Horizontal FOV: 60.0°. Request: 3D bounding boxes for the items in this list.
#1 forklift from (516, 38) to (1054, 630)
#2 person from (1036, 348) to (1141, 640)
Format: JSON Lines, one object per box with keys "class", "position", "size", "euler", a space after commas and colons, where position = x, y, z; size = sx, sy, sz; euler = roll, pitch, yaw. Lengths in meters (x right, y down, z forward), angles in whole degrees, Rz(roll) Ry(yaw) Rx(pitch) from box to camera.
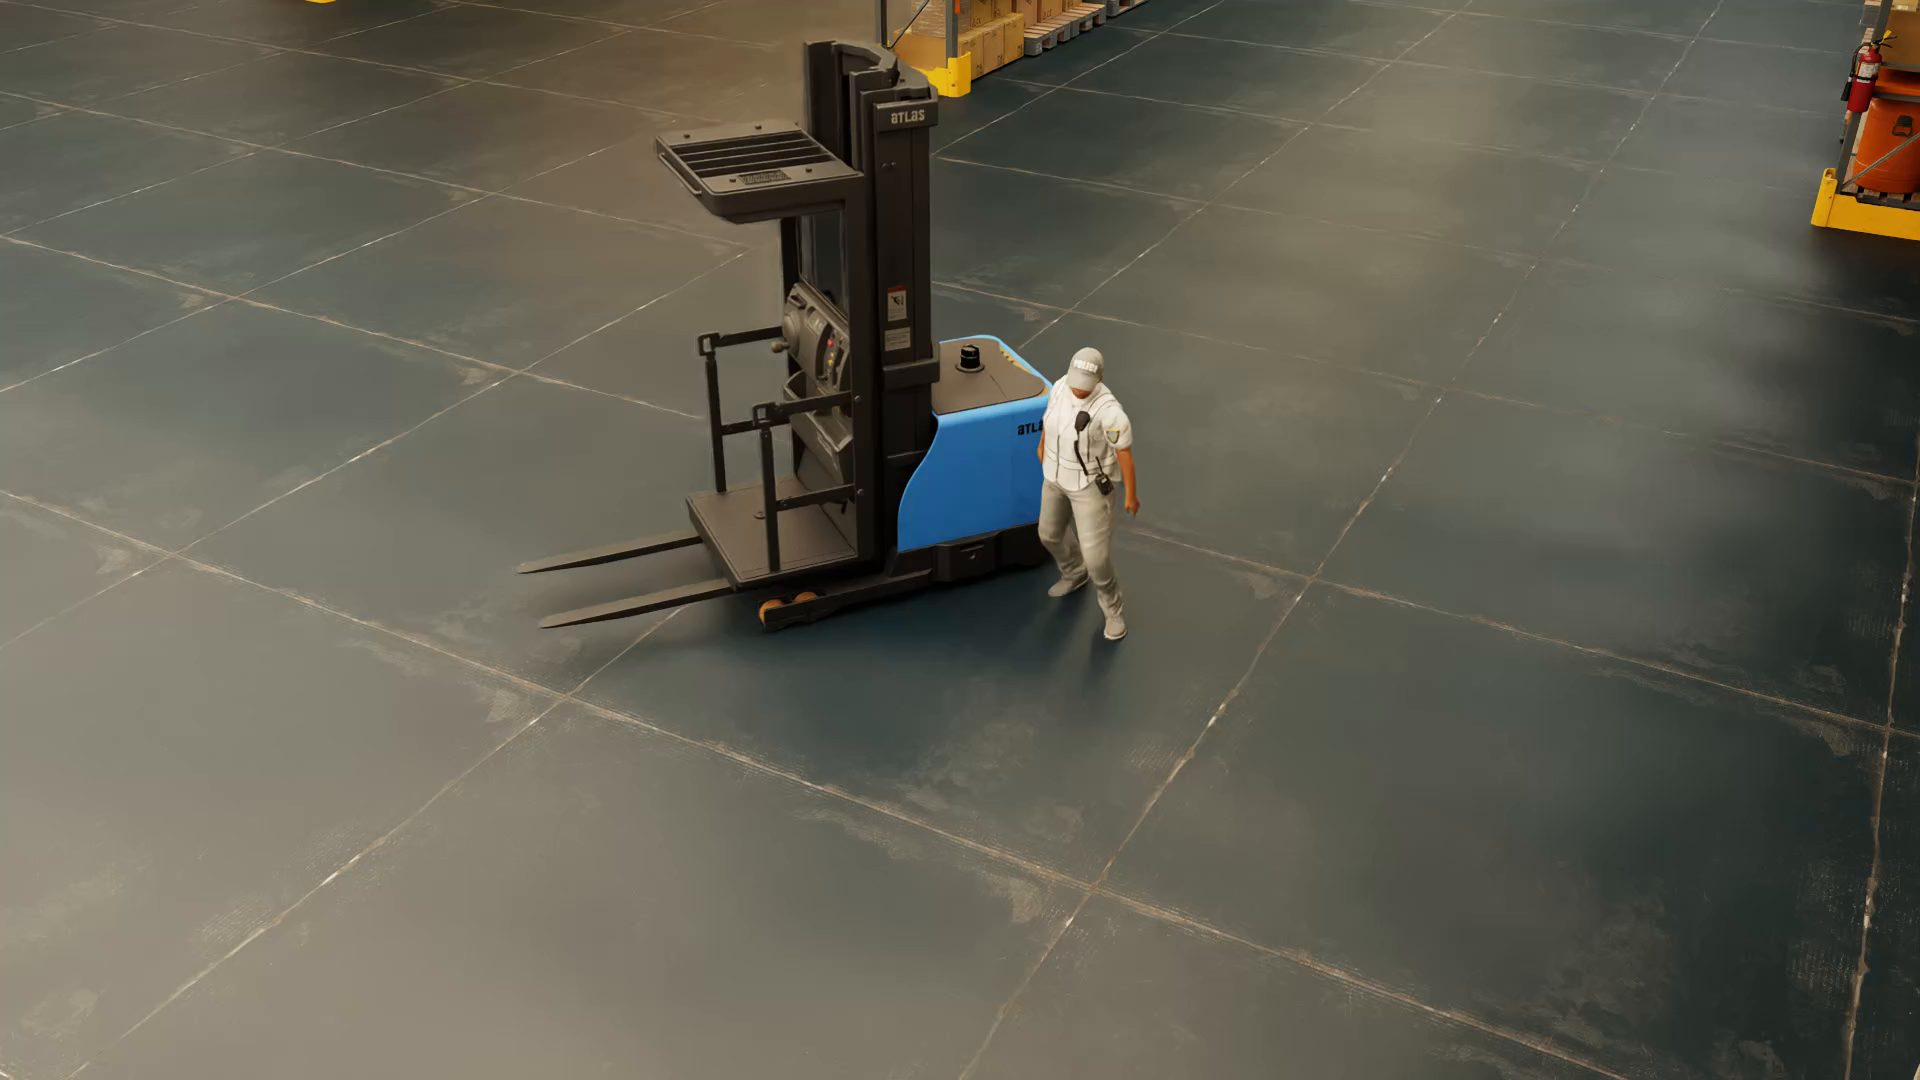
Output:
{"class": "forklift", "position": [-0.963, -1.075, 8.933], "size": [3.031, 2.935, 1.130], "euler": [-12, 32, -21]}
{"class": "person", "position": [0.658, -0.313, 8.971], "size": [0.481, 1.642, 0.821], "euler": [-23, 37, -34]}
